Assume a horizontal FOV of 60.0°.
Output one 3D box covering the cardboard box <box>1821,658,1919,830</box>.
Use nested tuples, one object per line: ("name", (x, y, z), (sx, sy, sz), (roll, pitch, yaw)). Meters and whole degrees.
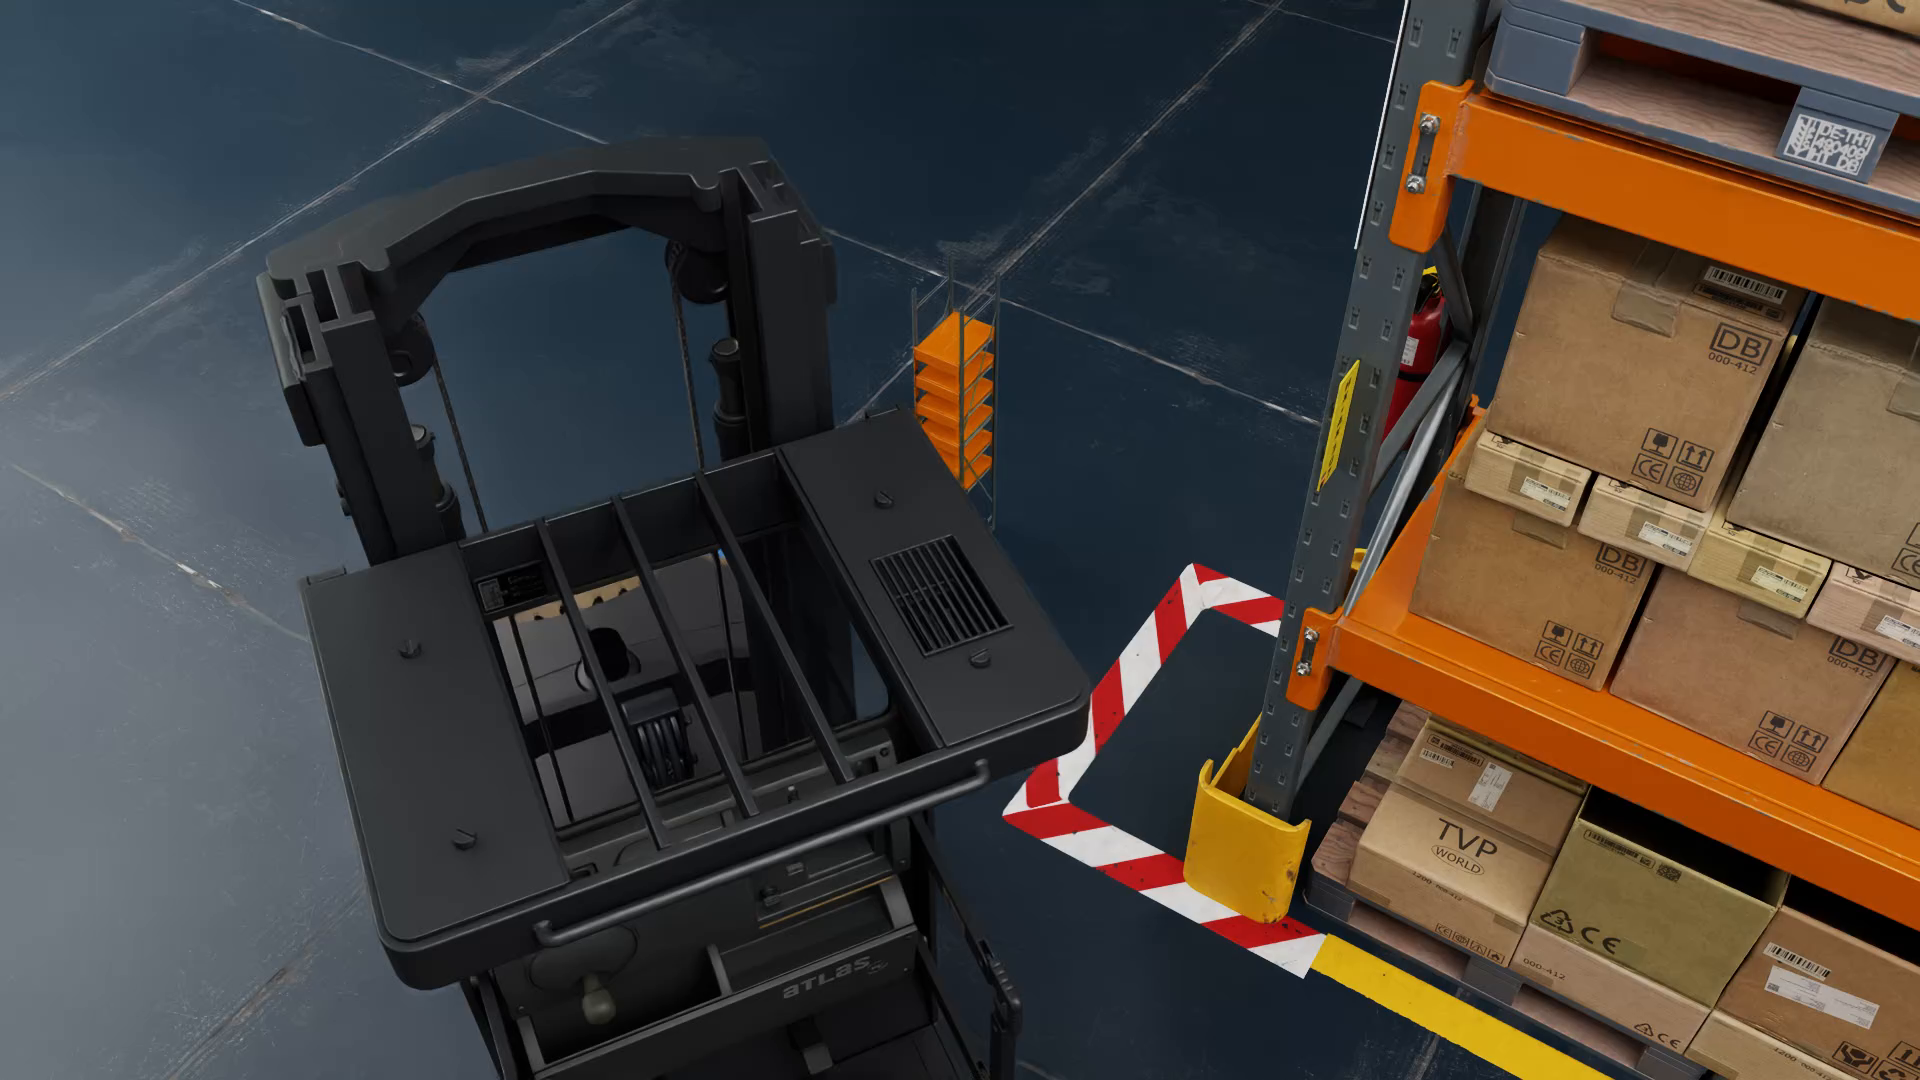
("cardboard box", (2.402, 0.292, 3.805), (0.500, 0.500, 0.700), (25, 51, 22))

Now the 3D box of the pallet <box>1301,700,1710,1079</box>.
("pallet", (1.823, 0.985, 5.146), (1.213, 0.211, 1.003), (25, 51, 22))

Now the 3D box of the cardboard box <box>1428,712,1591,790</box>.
("cardboard box", (1.768, 0.321, 4.948), (0.500, 0.500, 0.500), (25, 51, 22))

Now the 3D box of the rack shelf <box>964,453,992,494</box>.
("rack shelf", (-0.012, -0.226, 6.029), (0.180, 0.103, 0.258), (25, 51, 22))

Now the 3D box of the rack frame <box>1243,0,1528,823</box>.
("rack frame", (1.156, -0.258, 4.409), (0.127, 3.000, 1.000), (25, 51, 22))

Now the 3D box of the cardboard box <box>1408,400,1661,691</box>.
("cardboard box", (1.542, -0.104, 4.190), (0.500, 0.500, 0.700), (25, 51, 22))

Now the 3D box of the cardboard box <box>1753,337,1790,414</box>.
("cardboard box", (1.802, -0.385, 4.011), (0.250, 0.149, 0.380), (26, 51, 23))

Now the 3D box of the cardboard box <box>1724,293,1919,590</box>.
("cardboard box", (2.033, -0.335, 3.510), (0.500, 0.500, 0.700), (23, 50, 21))

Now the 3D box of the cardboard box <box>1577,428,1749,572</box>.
("cardboard box", (1.594, -0.136, 3.769), (0.250, 0.149, 0.380), (23, 50, 21))

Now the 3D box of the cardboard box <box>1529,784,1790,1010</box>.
("cardboard box", (1.910, 0.827, 4.456), (0.500, 0.500, 0.500), (25, 51, 22))

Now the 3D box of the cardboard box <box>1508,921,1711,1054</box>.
("cardboard box", (1.911, 1.087, 4.726), (0.500, 0.250, 0.500), (25, 51, 22))

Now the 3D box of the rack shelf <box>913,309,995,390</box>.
("rack shelf", (-0.012, -0.644, 5.599), (0.180, 0.103, 0.258), (25, 51, 22))

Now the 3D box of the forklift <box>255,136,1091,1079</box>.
("forklift", (-0.466, 0.819, 3.411), (1.130, 2.935, 3.031), (-18, 48, -17))

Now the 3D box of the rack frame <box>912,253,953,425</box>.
("rack frame", (-0.089, -0.459, 5.860), (0.006, 1.200, 0.240), (25, 51, 22))

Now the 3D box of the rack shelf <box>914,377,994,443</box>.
("rack shelf", (-0.012, -0.476, 5.771), (0.180, 0.103, 0.258), (25, 51, 22))

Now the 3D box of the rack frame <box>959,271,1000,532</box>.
("rack frame", (0.065, -0.388, 5.791), (0.006, 1.200, 0.240), (25, 51, 22))

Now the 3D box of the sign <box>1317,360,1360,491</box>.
("sign", (0.852, -0.254, 3.747), (0.005, 0.325, 0.100), (25, 51, 22))

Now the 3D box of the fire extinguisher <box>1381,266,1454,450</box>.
("fire extinguisher", (1.308, -0.557, 4.754), (0.183, 0.674, 0.296), (25, 51, 22))

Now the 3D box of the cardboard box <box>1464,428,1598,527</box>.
("cardboard box", (1.370, -0.237, 3.866), (0.250, 0.149, 0.380), (24, 51, 22))

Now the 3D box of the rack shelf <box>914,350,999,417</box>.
("rack shelf", (-0.012, -0.560, 5.685), (0.180, 0.103, 0.258), (25, 51, 22))

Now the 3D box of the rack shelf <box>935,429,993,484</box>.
("rack shelf", (-0.012, -0.309, 5.943), (0.180, 0.103, 0.258), (25, 51, 22))

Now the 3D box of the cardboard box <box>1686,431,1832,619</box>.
("cardboard box", (1.803, -0.039, 3.674), (0.250, 0.149, 0.380), (25, 51, 22))

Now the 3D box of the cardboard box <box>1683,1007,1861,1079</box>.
("cardboard box", (2.331, 1.281, 4.538), (0.500, 0.250, 0.500), (25, 51, 22))

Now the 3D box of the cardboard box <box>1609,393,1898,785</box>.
("cardboard box", (1.987, 0.096, 3.995), (0.500, 0.500, 0.700), (26, 51, 23))

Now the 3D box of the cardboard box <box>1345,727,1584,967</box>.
("cardboard box", (1.488, 0.896, 4.912), (0.500, 0.250, 0.500), (25, 51, 22))

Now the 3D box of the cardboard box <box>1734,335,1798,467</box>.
("cardboard box", (2.017, -0.286, 3.915), (0.250, 0.149, 0.380), (24, 50, 22))

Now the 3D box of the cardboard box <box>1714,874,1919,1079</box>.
("cardboard box", (2.337, 1.013, 4.276), (0.500, 0.500, 0.500), (25, 51, 22))

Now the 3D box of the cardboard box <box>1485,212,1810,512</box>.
("cardboard box", (1.587, -0.536, 3.705), (0.500, 0.500, 0.700), (25, 51, 22))

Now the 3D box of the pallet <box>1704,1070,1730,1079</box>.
("pallet", (2.846, 1.458, 4.686), (1.213, 0.211, 1.003), (25, 51, 22))

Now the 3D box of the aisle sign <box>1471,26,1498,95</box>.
("aisle sign", (1.260, -1.366, 3.674), (0.004, 0.787, 0.394), (25, 51, 22))

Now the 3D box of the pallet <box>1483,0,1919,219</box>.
("pallet", (1.738, -0.983, 3.084), (1.213, 0.211, 1.003), (25, 51, 22))

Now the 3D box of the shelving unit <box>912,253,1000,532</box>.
("shelving unit", (-0.012, -0.424, 5.825), (0.189, 1.200, 0.258), (25, 51, 22))

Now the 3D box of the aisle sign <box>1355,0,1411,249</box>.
("aisle sign", (0.936, -1.004, 3.322), (0.004, 0.787, 0.394), (25, 51, 22))

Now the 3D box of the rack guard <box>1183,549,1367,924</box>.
("rack guard", (1.136, 0.604, 5.314), (0.348, 0.500, 1.175), (25, 51, 22))

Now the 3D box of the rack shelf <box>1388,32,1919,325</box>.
("rack shelf", (2.840, -0.278, 2.839), (4.000, 0.370, 1.077), (25, 51, 22))

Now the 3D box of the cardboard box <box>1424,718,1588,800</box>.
("cardboard box", (1.767, 0.583, 5.216), (0.500, 0.250, 0.500), (25, 51, 22))

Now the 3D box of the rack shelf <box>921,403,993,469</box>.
("rack shelf", (-0.012, -0.393, 5.857), (0.180, 0.103, 0.258), (25, 51, 22))

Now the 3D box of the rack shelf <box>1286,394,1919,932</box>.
("rack shelf", (2.840, 0.767, 3.914), (4.000, 0.370, 1.077), (25, 51, 22))

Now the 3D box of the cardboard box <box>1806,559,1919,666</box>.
("cardboard box", (2.015, 0.060, 3.578), (0.250, 0.149, 0.380), (24, 50, 22))
